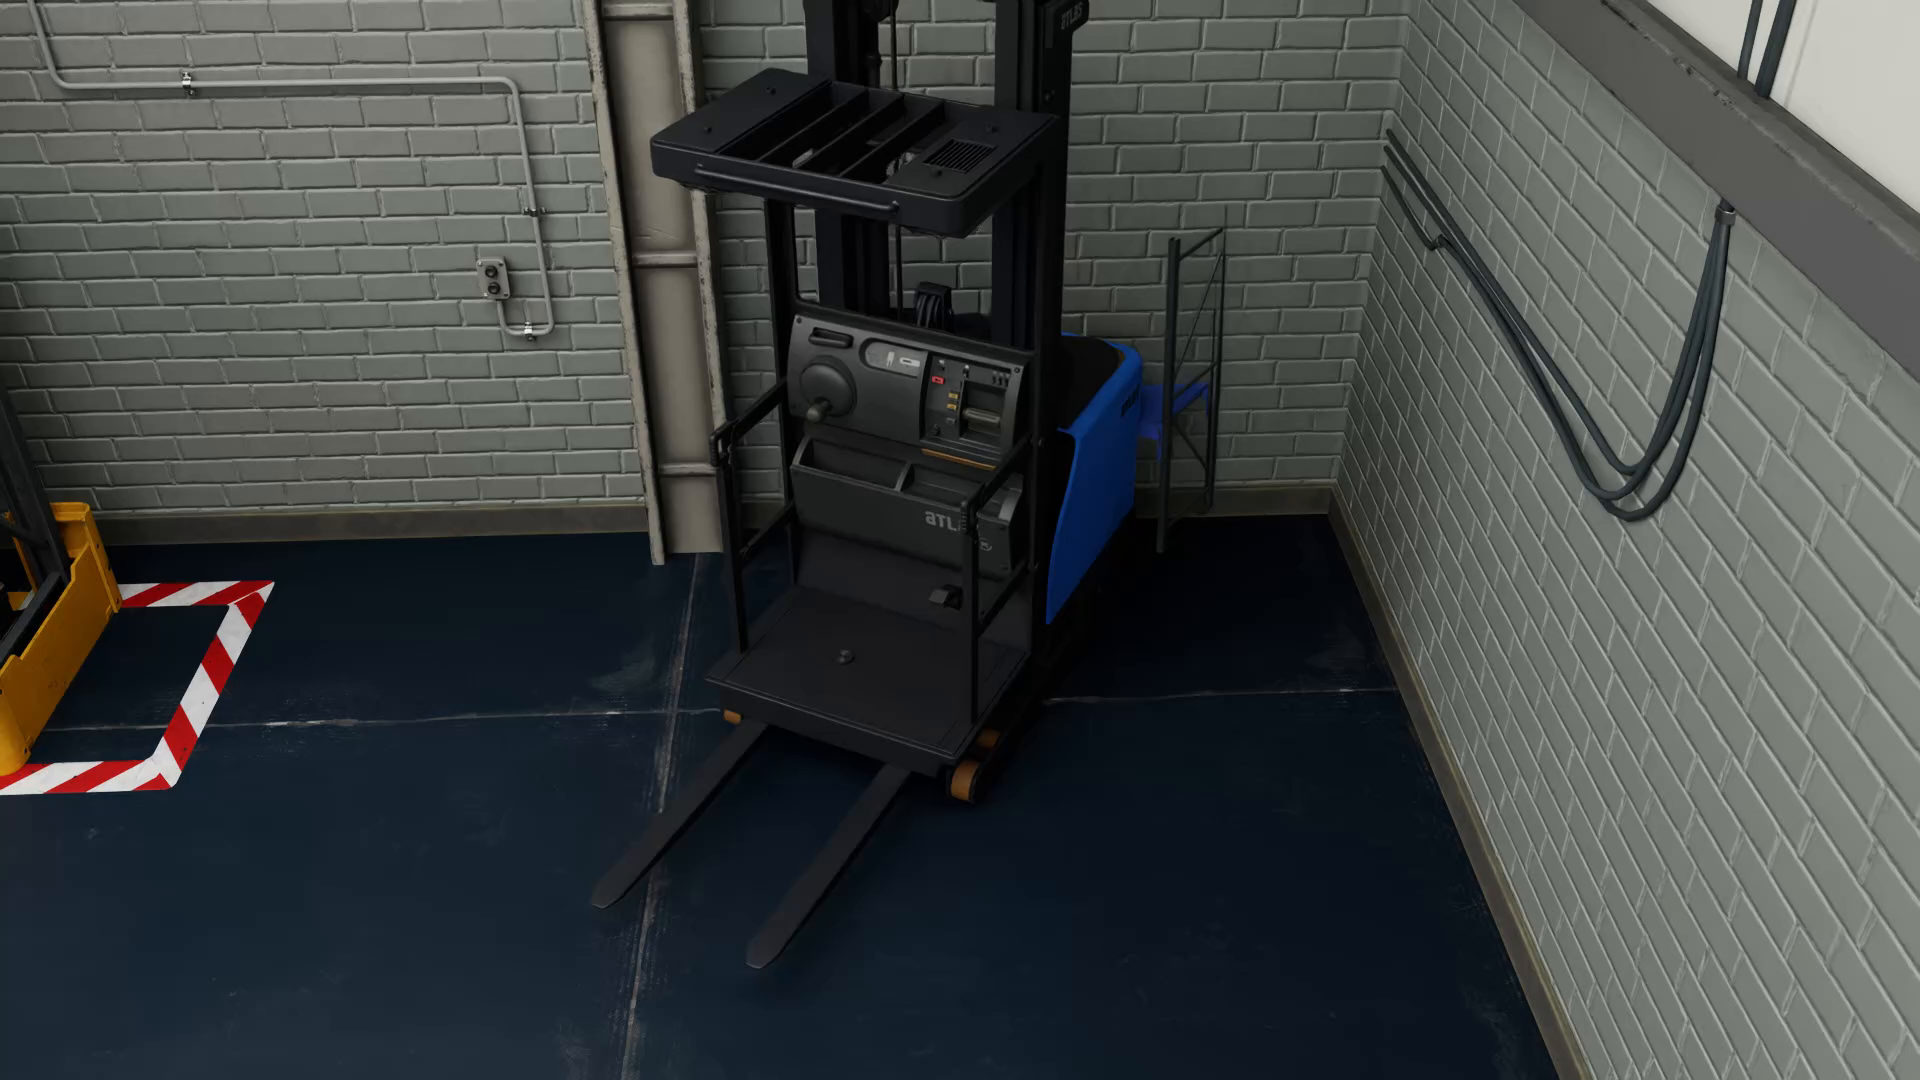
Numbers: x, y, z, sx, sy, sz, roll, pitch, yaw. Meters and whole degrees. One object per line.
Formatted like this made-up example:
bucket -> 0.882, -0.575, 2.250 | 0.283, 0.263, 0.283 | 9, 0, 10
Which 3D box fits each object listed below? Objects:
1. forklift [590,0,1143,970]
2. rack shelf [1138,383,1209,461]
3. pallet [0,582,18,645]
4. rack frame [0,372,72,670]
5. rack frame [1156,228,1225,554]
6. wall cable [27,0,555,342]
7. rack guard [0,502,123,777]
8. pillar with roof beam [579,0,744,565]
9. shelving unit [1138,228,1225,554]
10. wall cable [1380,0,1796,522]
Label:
forklift -> -0.297, -0.497, 5.893 | 1.130, 2.935, 3.031 | 15, 37, 21
rack shelf -> 0.609, -0.680, 7.653 | 1.000, 0.185, 0.538 | 19, 38, 30
pallet -> -4.663, 0.564, 6.749 | 1.213, 0.211, 1.003 | -2, 35, -2
rack frame -> -3.868, -0.648, 6.051 | 0.127, 3.000, 1.000 | -2, 35, -2
rack frame -> 1.023, -0.690, 7.308 | 0.032, 1.500, 0.500 | 19, 38, 30
wall cable -> -2.634, -1.638, 6.589 | 1.851, 1.984, 0.084 | -2, 35, -2
rack guard -> -3.844, 0.379, 6.763 | 0.348, 0.500, 1.175 | -2, 35, -2
pillar with roof beam -> -1.008, -1.232, 1.623 | 0.400, 9.000, 9.100 | -2, 35, -2
shelving unit -> 0.604, -0.833, 7.558 | 1.048, 1.500, 0.538 | 19, 38, 30
wall cable -> 1.798, -1.788, 5.154 | 0.112, 2.526, 3.097 | -2, 35, -2
